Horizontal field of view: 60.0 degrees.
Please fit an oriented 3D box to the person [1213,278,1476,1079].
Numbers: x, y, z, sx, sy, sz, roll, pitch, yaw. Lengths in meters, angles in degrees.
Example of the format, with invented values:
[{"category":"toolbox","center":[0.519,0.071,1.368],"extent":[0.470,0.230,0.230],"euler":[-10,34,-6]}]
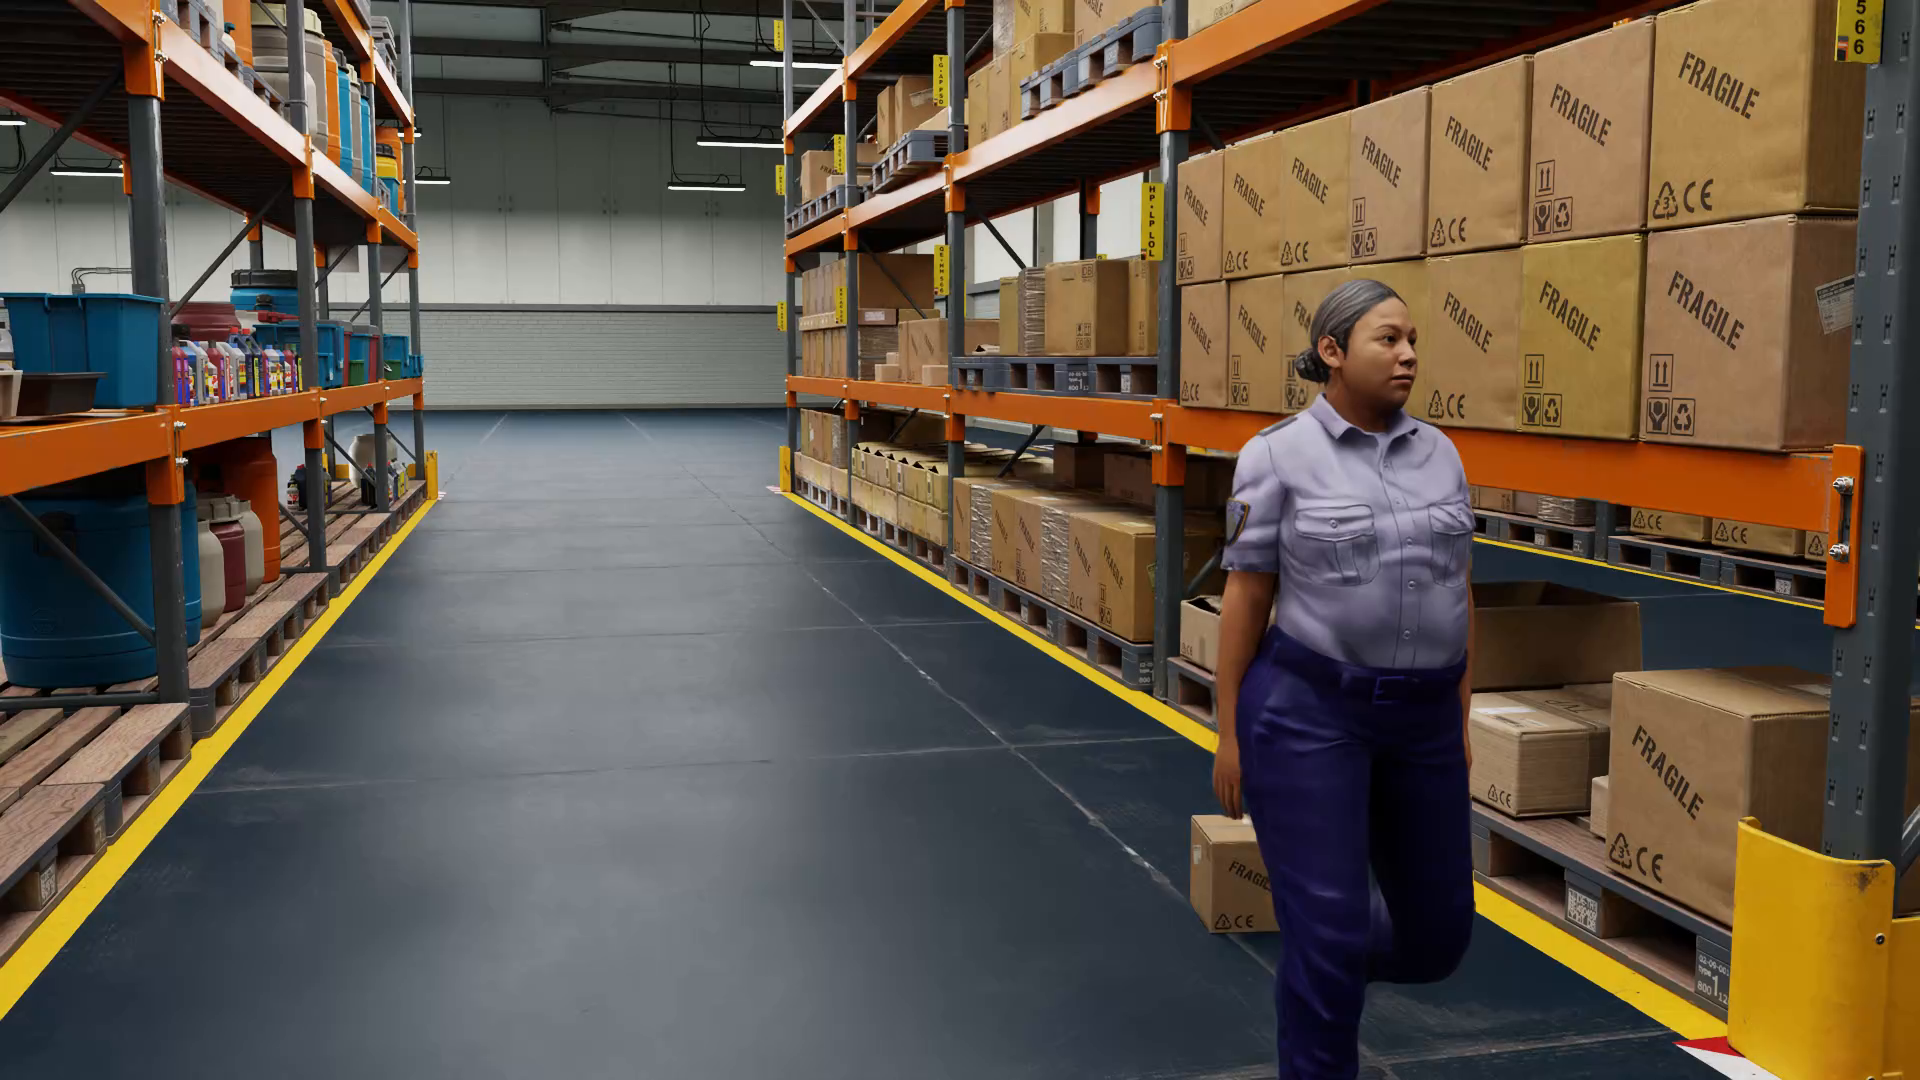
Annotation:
[{"category":"person","center":[0.707,0.344,3.048],"extent":[0.497,1.600,0.724],"euler":[-2,6,-15]}]
